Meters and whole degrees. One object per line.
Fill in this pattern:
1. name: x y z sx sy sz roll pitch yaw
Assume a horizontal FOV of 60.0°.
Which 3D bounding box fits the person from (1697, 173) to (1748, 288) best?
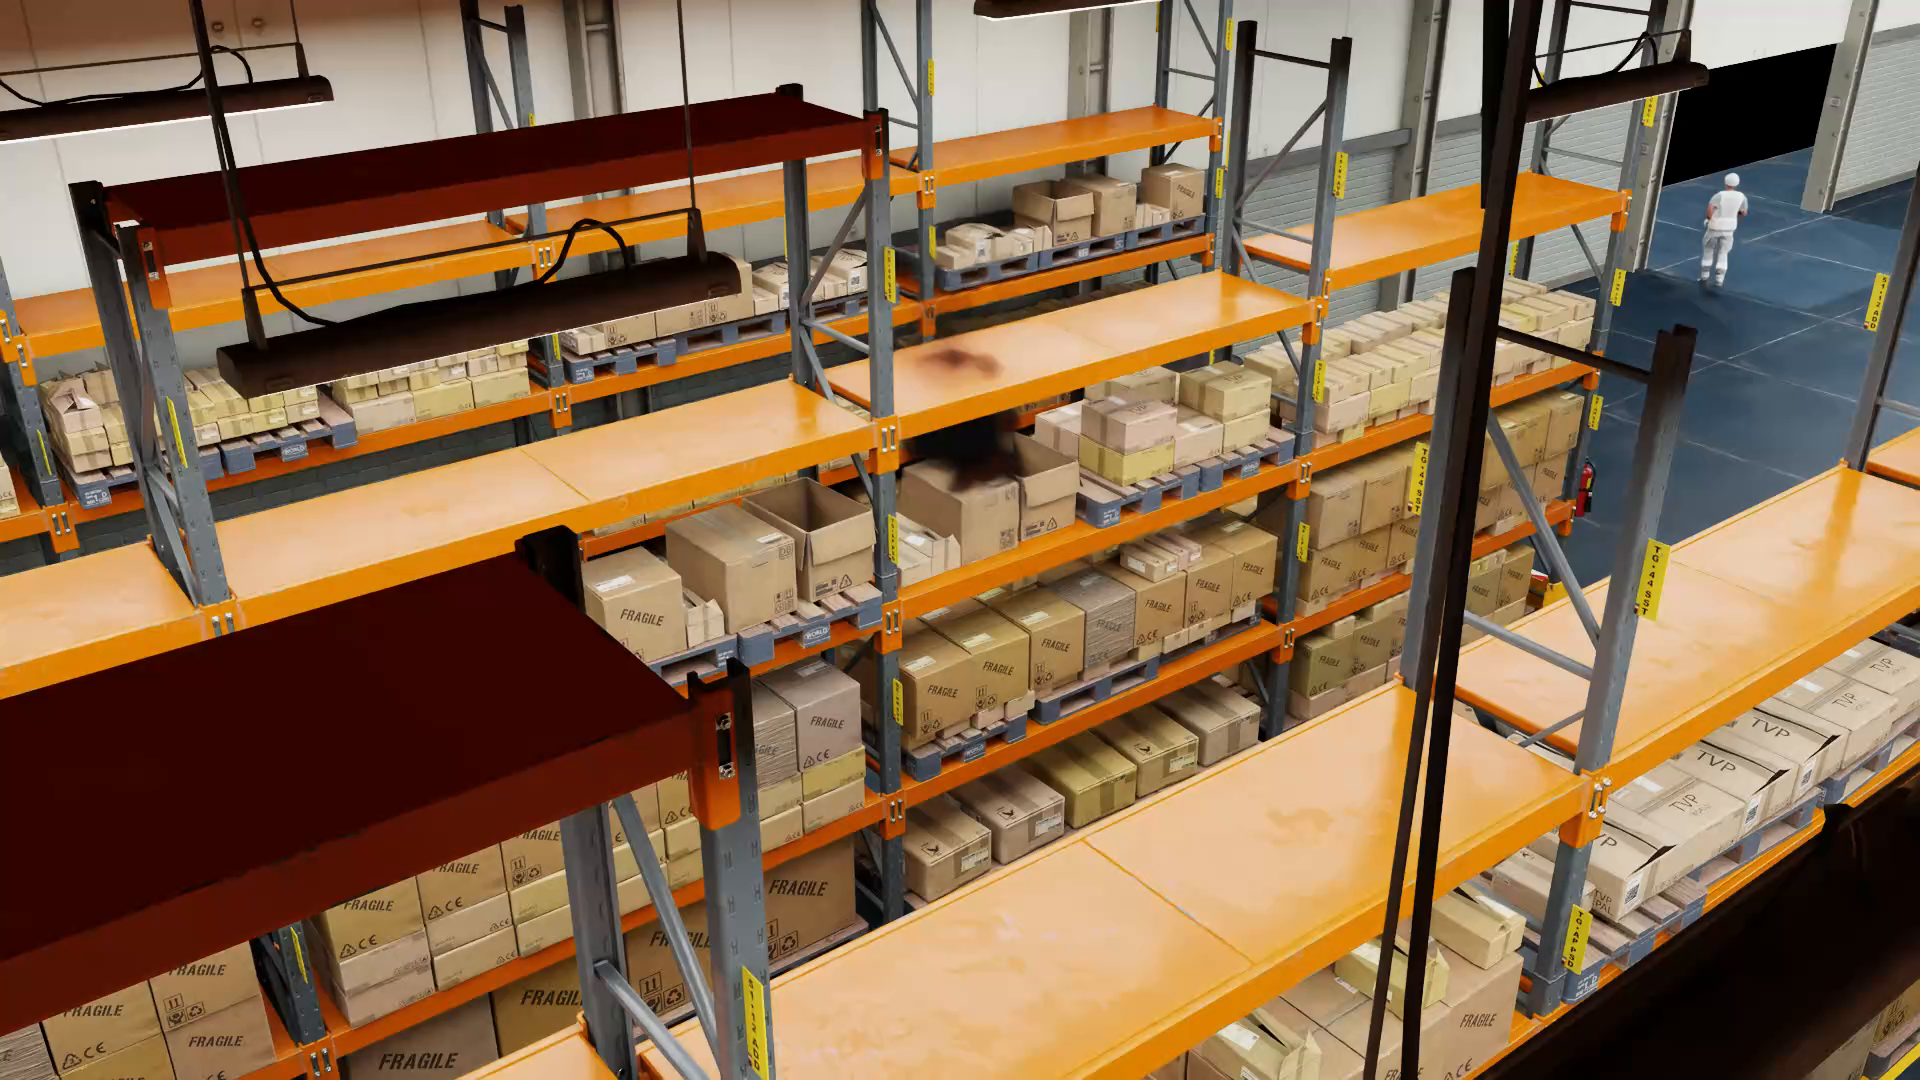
1. person: 11.818 -4.788 25.819 0.640 1.830 0.797 6 27 12
